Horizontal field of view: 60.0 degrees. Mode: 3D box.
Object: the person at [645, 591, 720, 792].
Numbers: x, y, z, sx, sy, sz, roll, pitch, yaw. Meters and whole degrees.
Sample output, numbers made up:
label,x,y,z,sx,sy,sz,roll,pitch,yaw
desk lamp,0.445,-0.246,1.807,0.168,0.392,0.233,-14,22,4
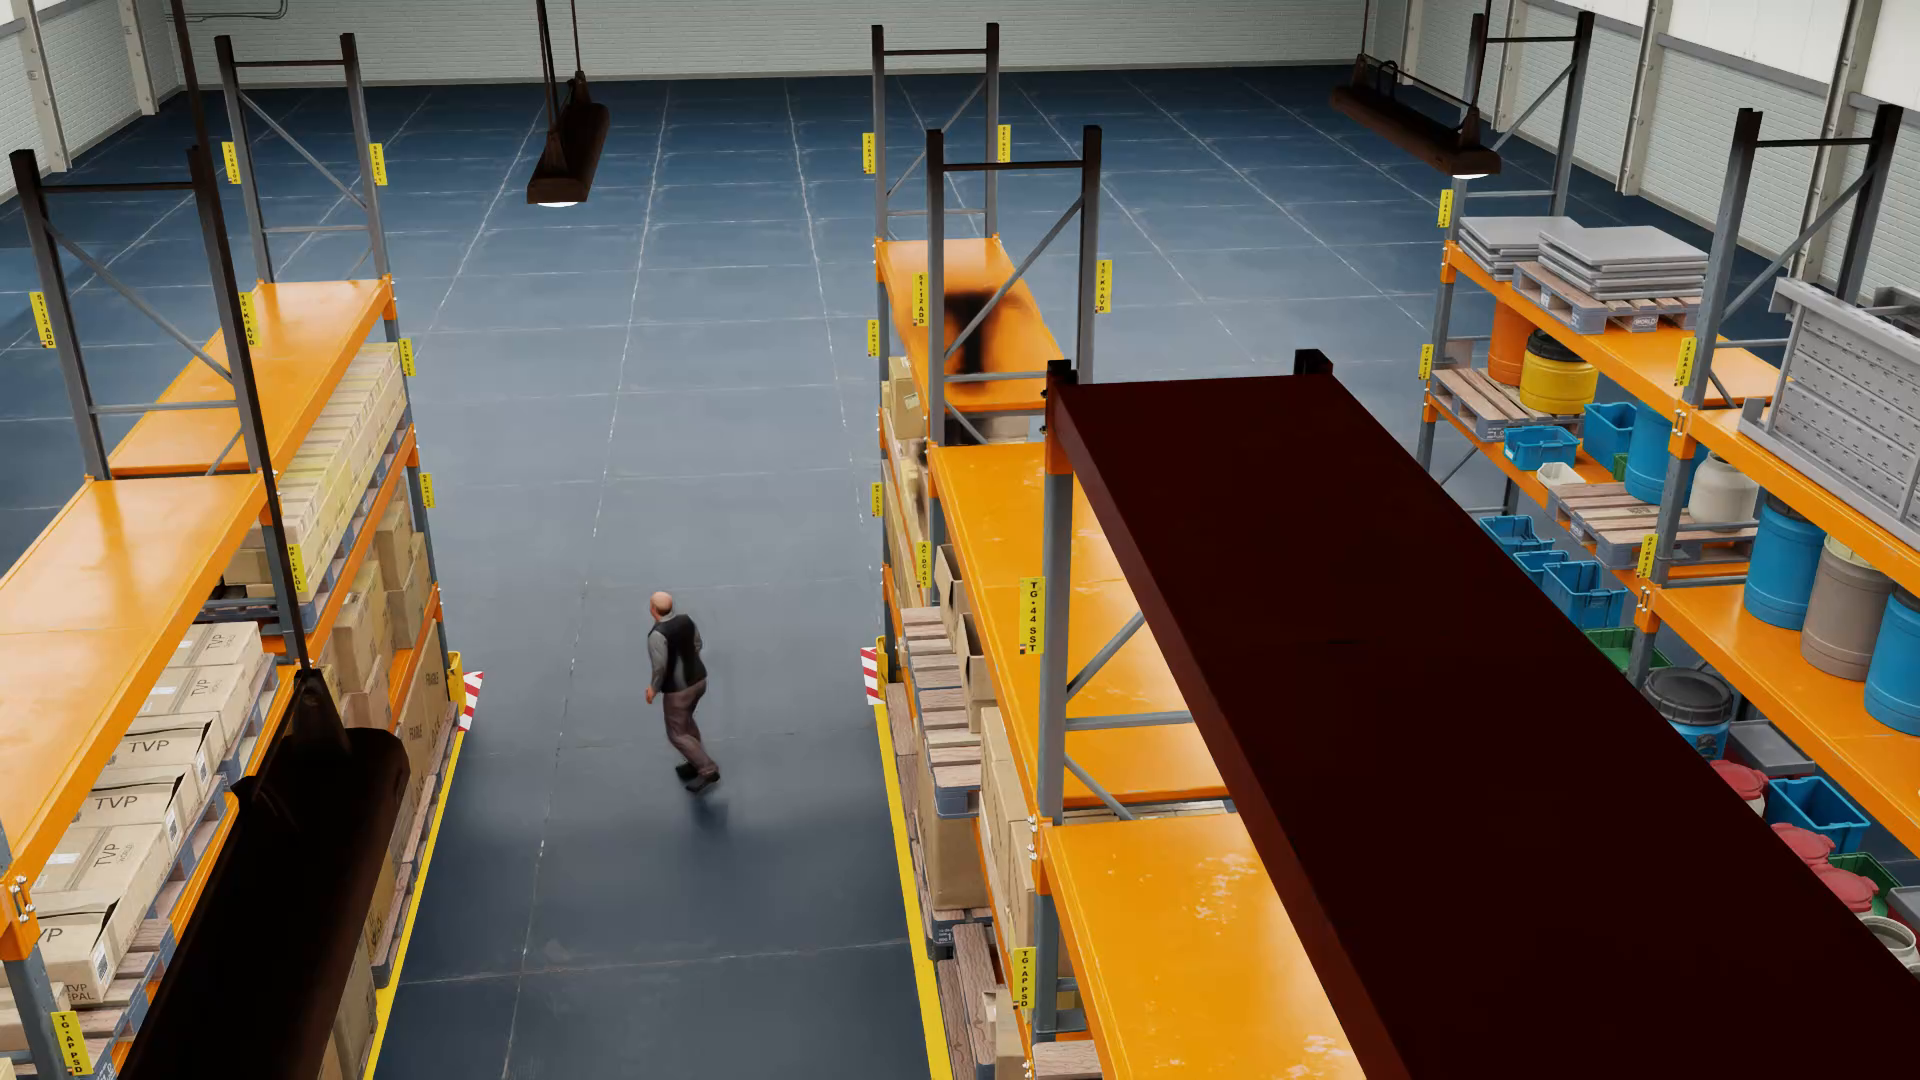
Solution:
label,x,y,z,sx,sy,sz,roll,pitch,yaw
person,-2.281,1.255,13.977,0.759,1.660,0.642,14,29,26
